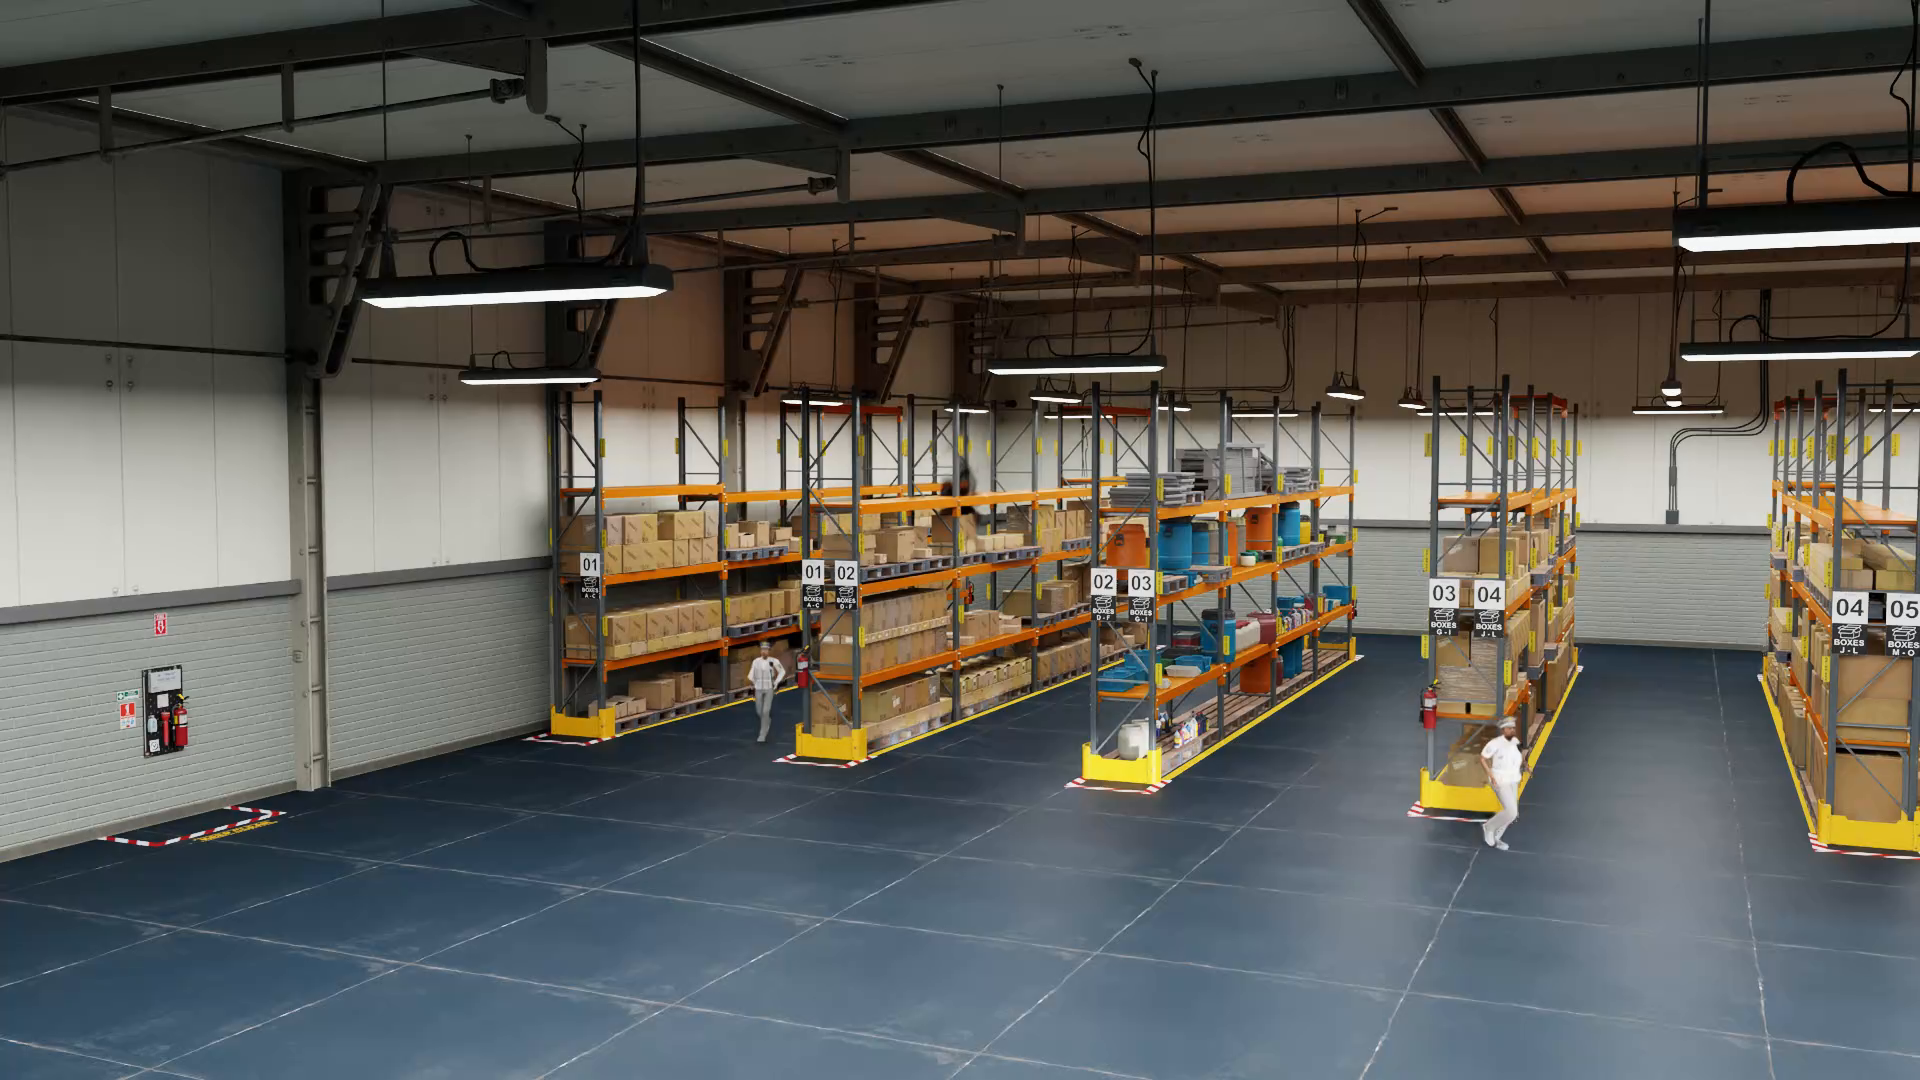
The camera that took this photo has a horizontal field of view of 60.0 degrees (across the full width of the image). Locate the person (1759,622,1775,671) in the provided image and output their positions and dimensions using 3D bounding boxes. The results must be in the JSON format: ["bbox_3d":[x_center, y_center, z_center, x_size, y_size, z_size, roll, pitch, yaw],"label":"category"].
[{"bbox_3d":[18.145,2.173,36.920,0.743,1.642,0.758,2,4,30],"label":"person"}]

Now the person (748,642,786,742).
[{"bbox_3d":[-3.336,2.568,28.510,0.618,1.667,0.893,1,3,9],"label":"person"}]

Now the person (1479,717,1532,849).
[{"bbox_3d":[6.839,3.023,20.700,0.561,1.668,0.558,-2,4,-28],"label":"person"}]
